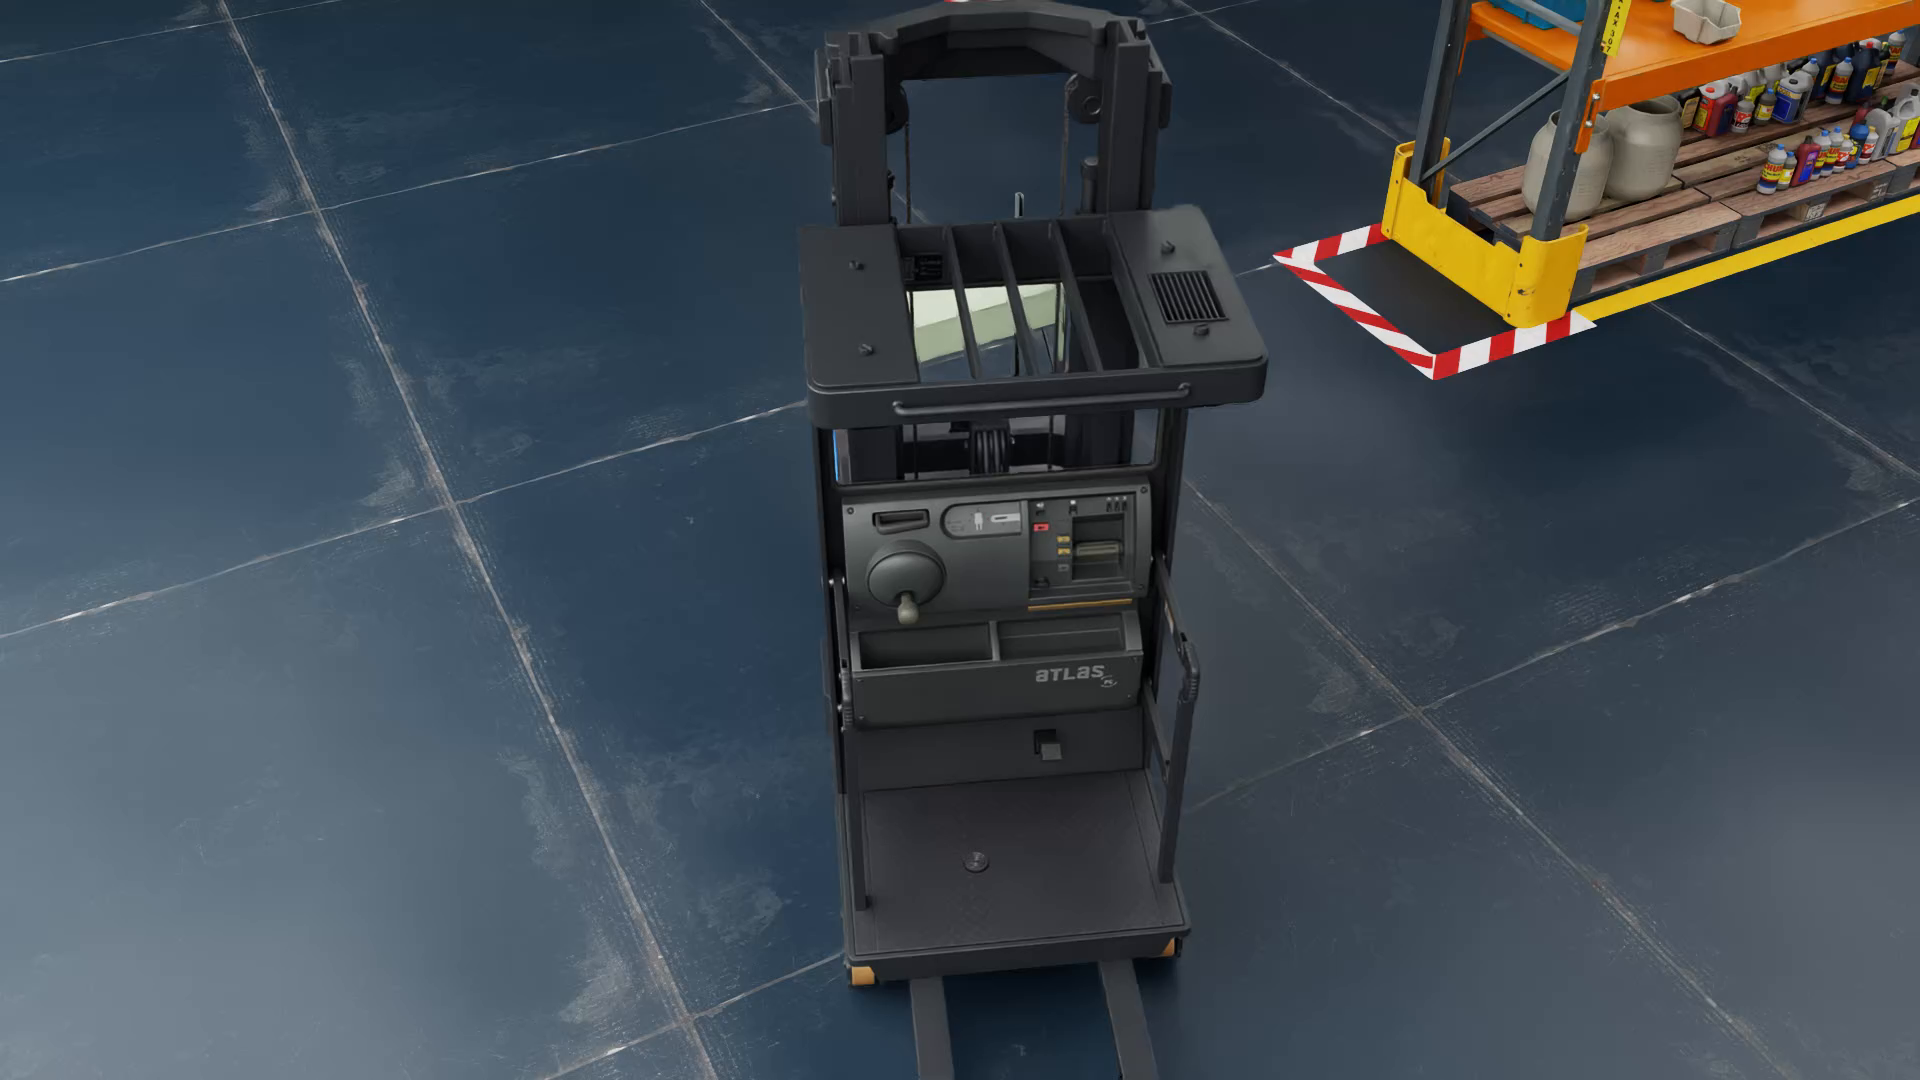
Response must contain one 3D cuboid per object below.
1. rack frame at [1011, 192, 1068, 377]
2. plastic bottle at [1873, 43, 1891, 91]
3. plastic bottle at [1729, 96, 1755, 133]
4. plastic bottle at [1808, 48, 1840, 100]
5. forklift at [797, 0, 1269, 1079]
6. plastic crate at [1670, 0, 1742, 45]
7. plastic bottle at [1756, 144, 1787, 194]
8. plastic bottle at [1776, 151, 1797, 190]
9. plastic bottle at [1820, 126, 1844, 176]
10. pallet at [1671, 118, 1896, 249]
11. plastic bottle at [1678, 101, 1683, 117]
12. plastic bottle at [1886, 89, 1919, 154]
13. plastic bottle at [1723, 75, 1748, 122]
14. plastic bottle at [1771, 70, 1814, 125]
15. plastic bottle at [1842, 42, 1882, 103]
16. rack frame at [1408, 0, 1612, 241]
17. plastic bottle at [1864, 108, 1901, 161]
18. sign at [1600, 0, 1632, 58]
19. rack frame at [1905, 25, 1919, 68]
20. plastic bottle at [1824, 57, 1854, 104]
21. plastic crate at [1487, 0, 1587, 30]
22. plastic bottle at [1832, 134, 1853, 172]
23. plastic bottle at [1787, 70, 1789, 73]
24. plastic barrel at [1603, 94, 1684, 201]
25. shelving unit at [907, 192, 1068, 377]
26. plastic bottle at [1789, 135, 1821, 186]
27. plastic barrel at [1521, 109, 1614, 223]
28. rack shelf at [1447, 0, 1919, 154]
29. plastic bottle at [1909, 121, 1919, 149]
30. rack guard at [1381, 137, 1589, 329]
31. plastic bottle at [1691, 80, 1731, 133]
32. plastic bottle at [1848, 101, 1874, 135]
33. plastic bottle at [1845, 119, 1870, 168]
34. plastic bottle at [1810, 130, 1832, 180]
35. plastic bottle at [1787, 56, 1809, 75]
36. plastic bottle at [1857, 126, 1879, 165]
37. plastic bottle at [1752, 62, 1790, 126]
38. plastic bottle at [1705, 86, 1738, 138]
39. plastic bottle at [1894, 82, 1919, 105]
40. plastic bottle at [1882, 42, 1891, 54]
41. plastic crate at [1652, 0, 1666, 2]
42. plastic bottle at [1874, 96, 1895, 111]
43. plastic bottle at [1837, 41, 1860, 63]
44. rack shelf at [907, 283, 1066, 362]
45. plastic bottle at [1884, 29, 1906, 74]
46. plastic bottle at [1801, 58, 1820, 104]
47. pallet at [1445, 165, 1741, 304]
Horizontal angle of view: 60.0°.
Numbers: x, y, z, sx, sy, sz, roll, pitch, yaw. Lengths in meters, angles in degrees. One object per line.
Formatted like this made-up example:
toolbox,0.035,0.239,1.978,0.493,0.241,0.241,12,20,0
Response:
rack frame,0.319,-0.680,6.892,0.023,1.500,0.400,-19,44,-21
plastic bottle,5.542,-2.859,10.067,0.133,0.283,0.061,-19,44,-21
plastic bottle,4.564,-2.485,9.689,0.097,0.201,0.097,0,40,0
plastic bottle,5.177,-2.842,9.995,0.185,0.351,0.144,-20,44,-22
forklift,0.142,0.115,4.846,1.130,2.935,3.031,-4,40,-5
plastic crate,3.646,-2.533,8.125,0.250,0.136,0.298,-19,44,-21
plastic bottle,4.456,-2.040,9.109,0.097,0.271,0.097,0,40,0
plastic bottle,4.548,-2.044,9.168,0.097,0.201,0.097,0,40,0
plastic bottle,4.849,-2.172,9.265,0.097,0.271,0.097,0,40,0
pallet,4.553,-2.137,9.611,1.213,0.211,1.003,-19,44,-21
plastic bottle,4.130,-2.450,9.648,0.097,0.201,0.097,0,40,0
plastic bottle,5.357,-2.390,9.462,0.185,0.351,0.144,-19,44,-21
plastic bottle,4.490,-2.579,9.743,0.135,0.276,0.152,-20,44,-22
plastic bottle,4.890,-2.609,9.778,0.135,0.276,0.152,-19,44,-21
plastic bottle,5.411,-2.816,9.964,0.185,0.351,0.144,-19,44,-21
rack frame,2.704,-2.551,7.942,0.127,3.000,1.000,-19,44,-21
plastic bottle,5.211,-2.316,9.431,0.135,0.276,0.152,-18,43,-20
sign,2.954,-2.340,7.478,0.005,0.325,0.100,-19,44,-21
rack frame,6.252,-3.744,9.352,0.127,3.000,1.000,-19,44,-21
plastic bottle,5.271,-2.755,9.955,0.097,0.271,0.097,0,40,0
plastic crate,3.010,-2.815,8.369,0.616,0.251,0.499,-19,44,-21
plastic bottle,4.937,-2.175,9.323,0.097,0.201,0.097,0,40,0
plastic bottle,4.915,-2.714,9.960,0.097,0.201,0.097,0,40,0
plastic barrel,3.697,-2.151,9.070,0.421,0.512,0.421,0,40,0
shelving unit,-0.006,-0.570,6.763,0.755,1.500,0.431,-19,44,-21
plastic bottle,4.665,-2.101,9.173,0.133,0.283,0.061,-18,43,-20
plastic barrel,3.252,-2.002,8.894,0.421,0.512,0.421,0,40,0
rack shelf,4.478,-2.873,8.879,4.000,0.370,1.077,-19,44,-21
plastic bottle,5.518,-2.388,9.512,0.133,0.283,0.061,-16,43,-18
rack guard,2.750,-1.646,8.808,0.348,0.500,1.175,-19,44,-21
plastic bottle,4.367,-2.538,9.694,0.135,0.276,0.152,-18,44,-20
plastic bottle,5.161,-2.379,9.501,0.133,0.283,0.061,-19,44,-21
plastic bottle,5.028,-2.232,9.337,0.097,0.271,0.097,0,40,0
plastic bottle,4.760,-2.142,9.230,0.097,0.271,0.097,0,40,0
plastic bottle,5.011,-2.791,9.987,0.133,0.283,0.061,-17,43,-19
plastic bottle,5.119,-2.236,9.395,0.097,0.201,0.097,0,40,0
plastic bottle,4.779,-2.673,9.796,0.284,0.351,0.242,-19,44,-21
plastic bottle,4.416,-2.480,9.620,0.133,0.283,0.061,-19,44,-21
plastic bottle,5.553,-2.536,9.691,0.135,0.276,0.152,-19,44,-21
plastic bottle,5.676,-2.970,10.262,0.097,0.201,0.097,0,40,0
plastic crate,3.588,-3.005,8.594,0.408,0.251,0.499,-19,44,-21
plastic bottle,5.287,-2.416,9.544,0.133,0.283,0.061,-19,44,-21
plastic bottle,5.344,-2.898,10.062,0.185,0.351,0.144,-17,43,-20
rack shelf,-0.006,-0.868,6.511,0.720,0.370,0.431,-19,44,-21
plastic bottle,5.767,-3.027,10.276,0.097,0.271,0.097,0,40,0
plastic bottle,5.063,-2.746,9.944,0.097,0.271,0.097,0,40,0
pallet,3.473,-1.775,9.184,1.213,0.211,1.003,-19,44,-21
